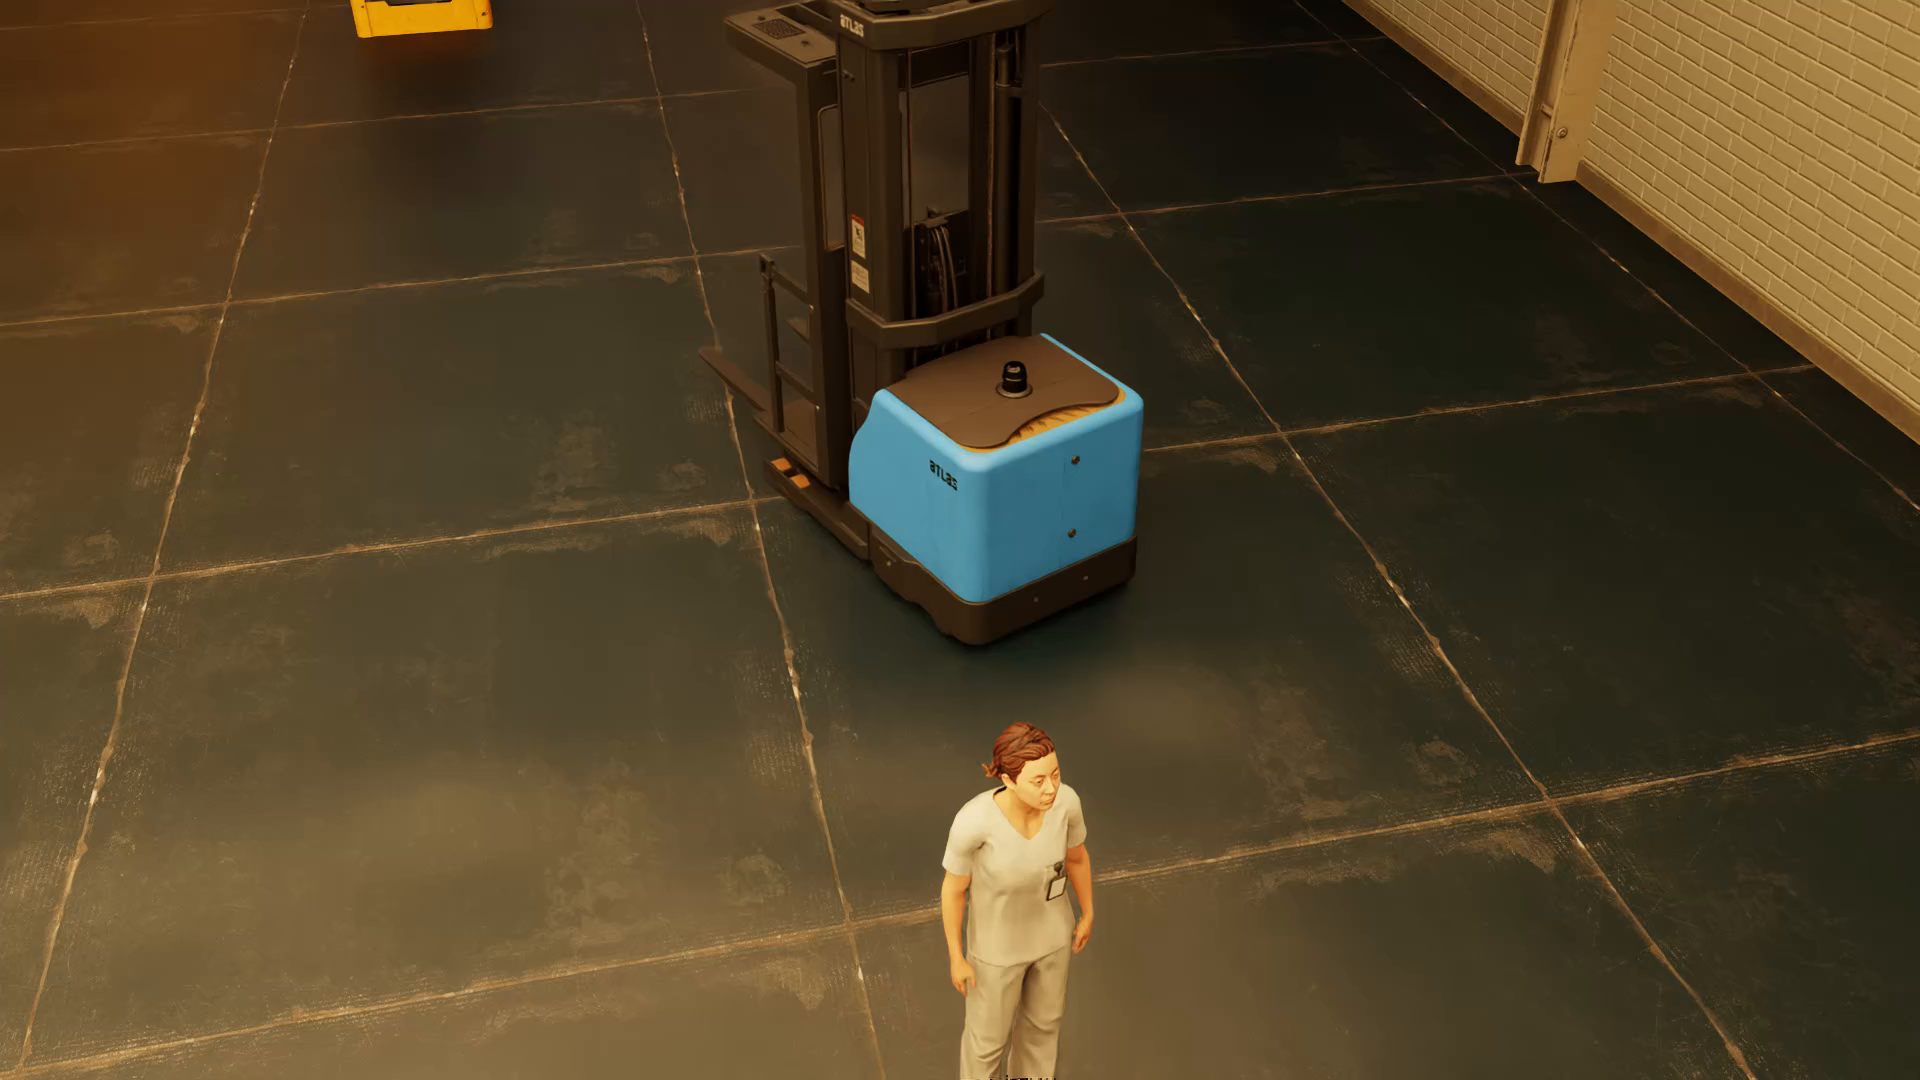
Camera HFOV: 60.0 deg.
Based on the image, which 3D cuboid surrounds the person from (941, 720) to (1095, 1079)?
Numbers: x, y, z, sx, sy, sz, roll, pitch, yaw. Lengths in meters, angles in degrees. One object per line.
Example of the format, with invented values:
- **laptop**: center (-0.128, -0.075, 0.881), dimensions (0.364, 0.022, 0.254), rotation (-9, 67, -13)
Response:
- **person**: center (0.214, 1.311, 5.298), dimensions (0.533, 1.679, 0.533), rotation (-15, 38, -20)

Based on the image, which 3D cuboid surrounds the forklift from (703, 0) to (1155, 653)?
- **forklift**: center (-0.350, -1.480, 8.107), dimensions (1.130, 2.935, 3.031), rotation (-22, 41, -28)
